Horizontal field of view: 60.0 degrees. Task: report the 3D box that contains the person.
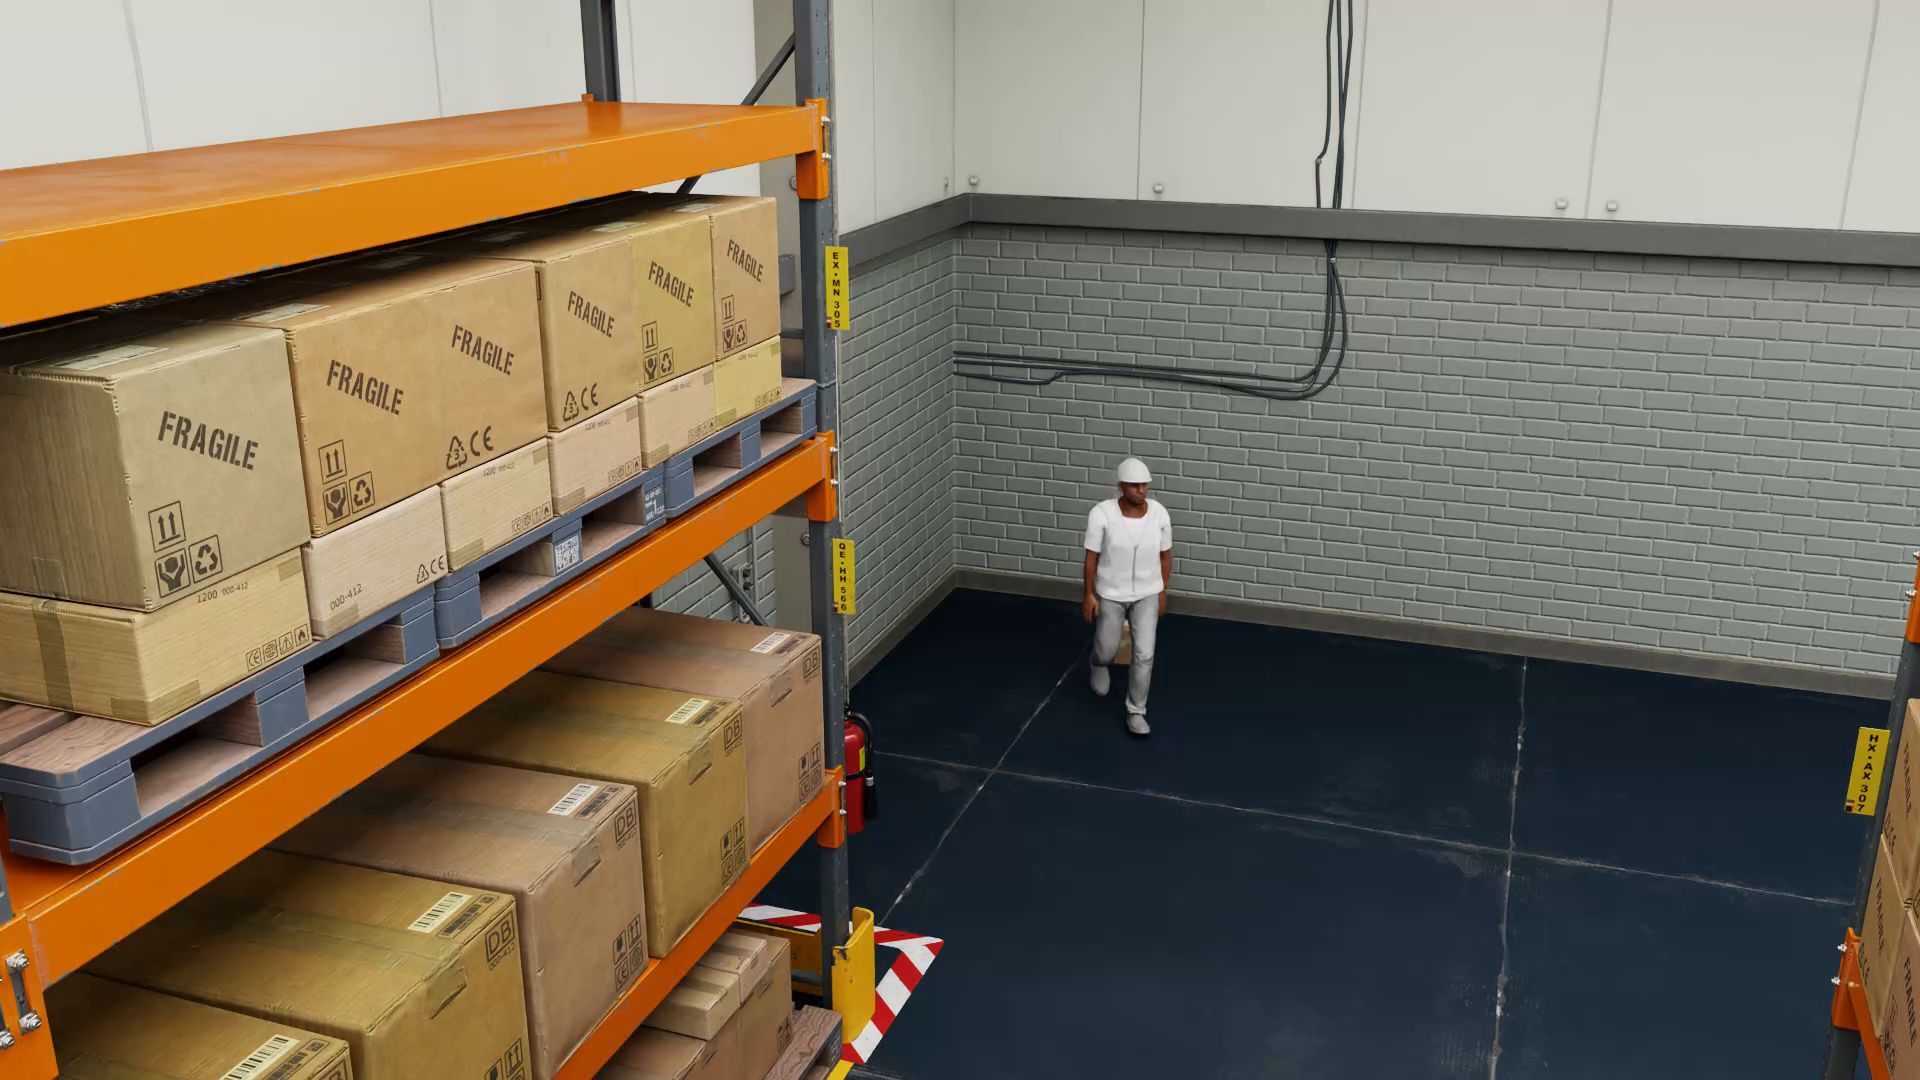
[{"bbox_3d":[1.051,0.316,10.542,0.578,1.749,0.770,-2,19,-6],"label":"person"}]
